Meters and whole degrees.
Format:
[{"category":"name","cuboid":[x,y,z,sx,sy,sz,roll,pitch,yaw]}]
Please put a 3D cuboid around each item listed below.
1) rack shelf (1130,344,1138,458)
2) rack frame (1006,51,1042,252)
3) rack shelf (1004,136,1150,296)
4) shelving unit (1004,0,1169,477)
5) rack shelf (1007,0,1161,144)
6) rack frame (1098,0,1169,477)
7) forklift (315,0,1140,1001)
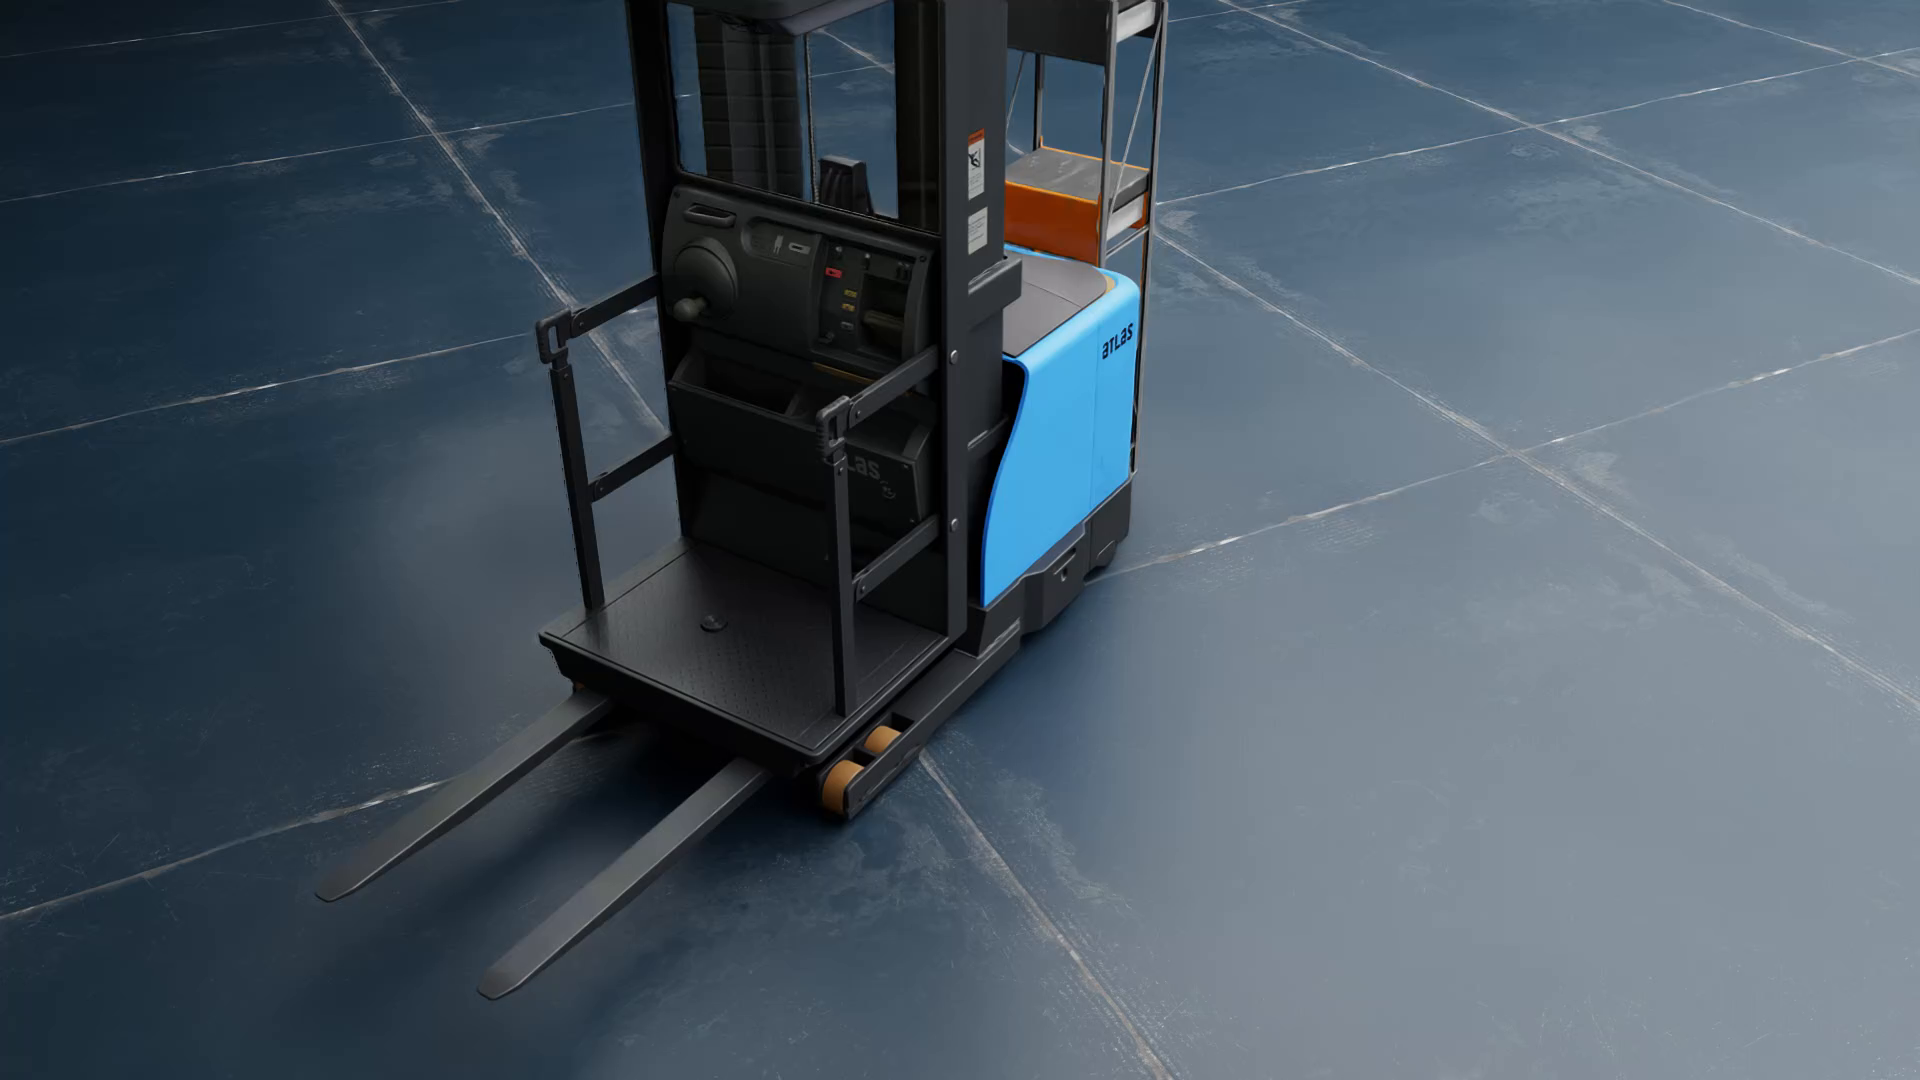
[{"category":"rack shelf","cuboid":[0.392,-0.536,6.462,0.480,0.518,0.431,19,37,27]},{"category":"rack frame","cuboid":[0.187,-1.208,6.190,0.015,2.100,0.400,19,37,27]},{"category":"rack shelf","cuboid":[0.392,-1.125,6.085,0.480,0.518,0.431,19,37,27]},{"category":"shelving unit","cuboid":[0.392,-1.136,6.077,0.503,2.100,0.431,19,37,27]},{"category":"rack shelf","cuboid":[0.392,-1.714,5.707,0.480,0.518,0.431,19,37,27]},{"category":"rack frame","cuboid":[0.596,-1.065,5.965,0.015,2.100,0.400,19,37,27]},{"category":"forklift","cuboid":[-0.598,-0.701,4.626,1.130,2.935,3.031,19,37,27]}]
